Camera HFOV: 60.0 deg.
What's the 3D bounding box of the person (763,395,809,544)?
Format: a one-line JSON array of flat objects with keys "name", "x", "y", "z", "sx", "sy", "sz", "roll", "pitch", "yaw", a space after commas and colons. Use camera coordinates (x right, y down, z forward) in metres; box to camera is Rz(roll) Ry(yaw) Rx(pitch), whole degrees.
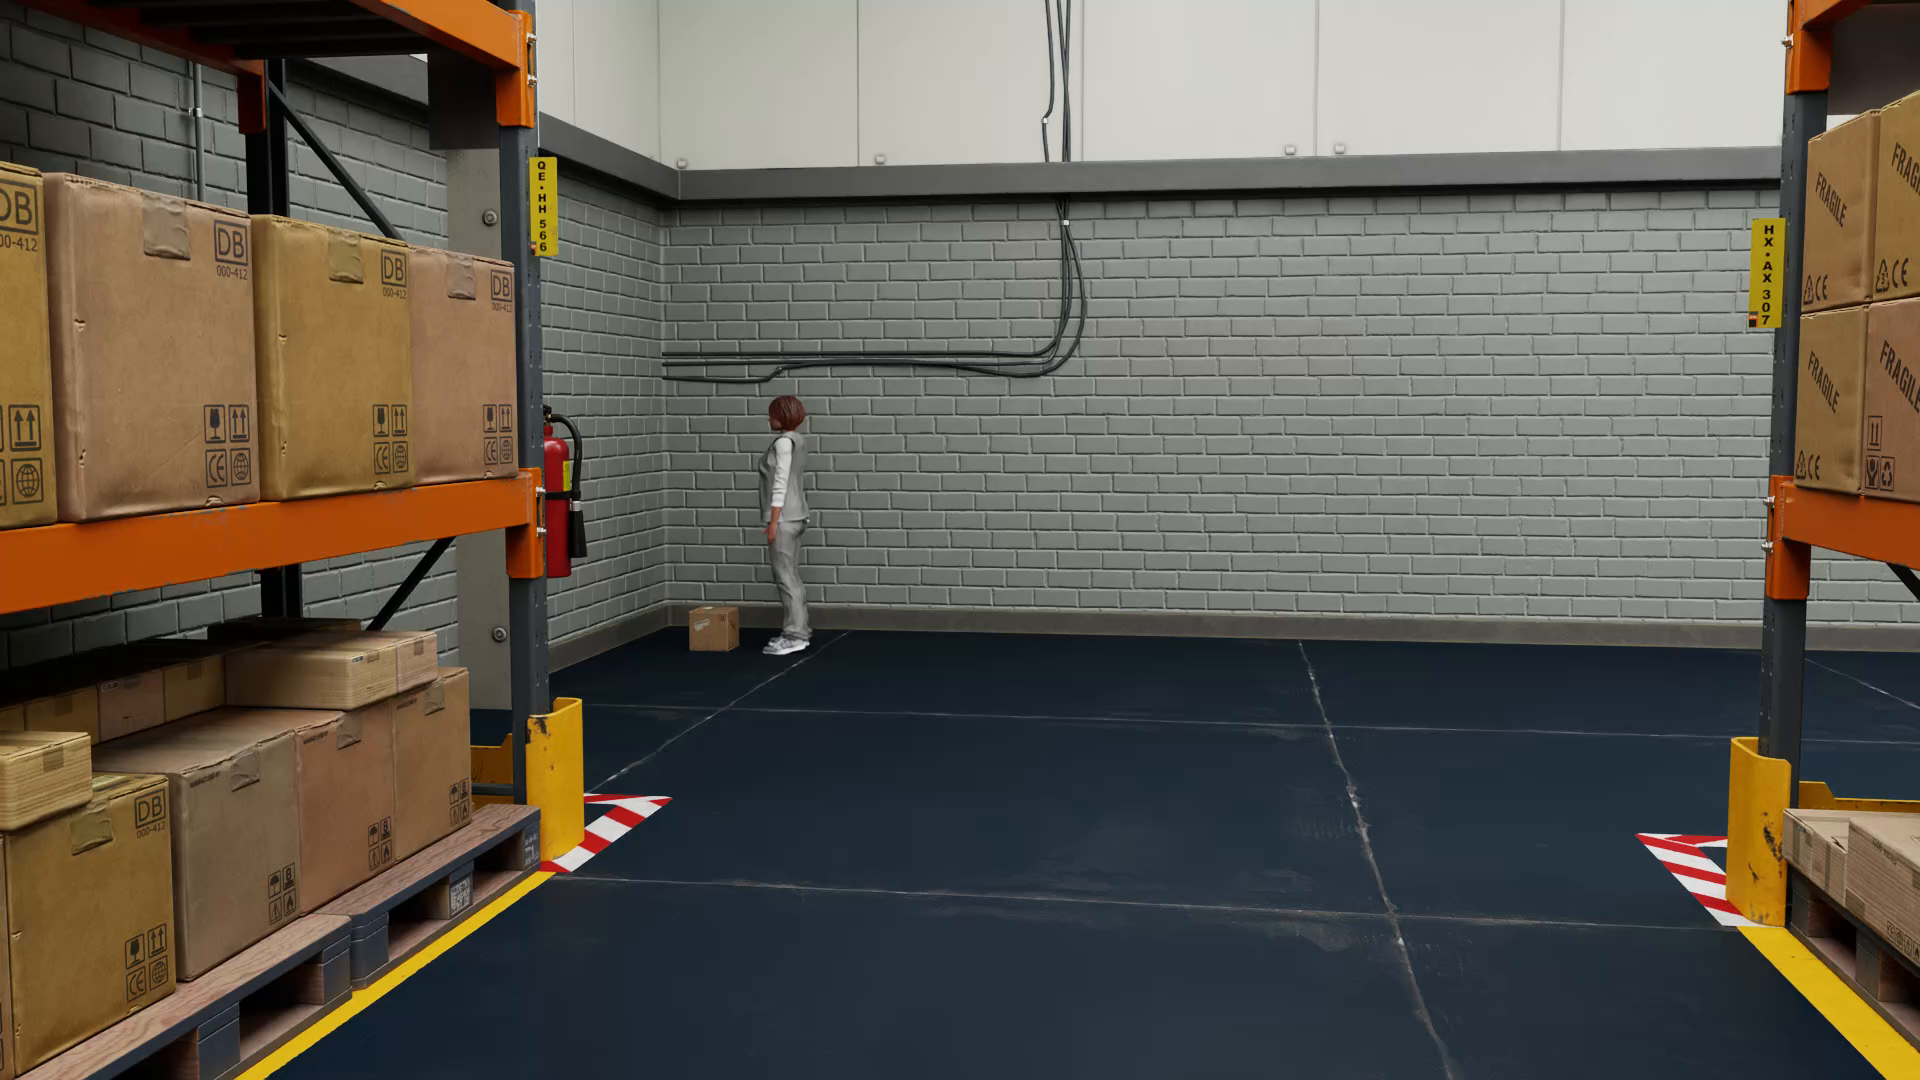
[{"name": "person", "x": -1.094, "y": -0.437, "z": 10.347, "sx": 0.278, "sy": 0.928, "sz": 0.408, "roll": 1, "pitch": 5, "yaw": 10}]
